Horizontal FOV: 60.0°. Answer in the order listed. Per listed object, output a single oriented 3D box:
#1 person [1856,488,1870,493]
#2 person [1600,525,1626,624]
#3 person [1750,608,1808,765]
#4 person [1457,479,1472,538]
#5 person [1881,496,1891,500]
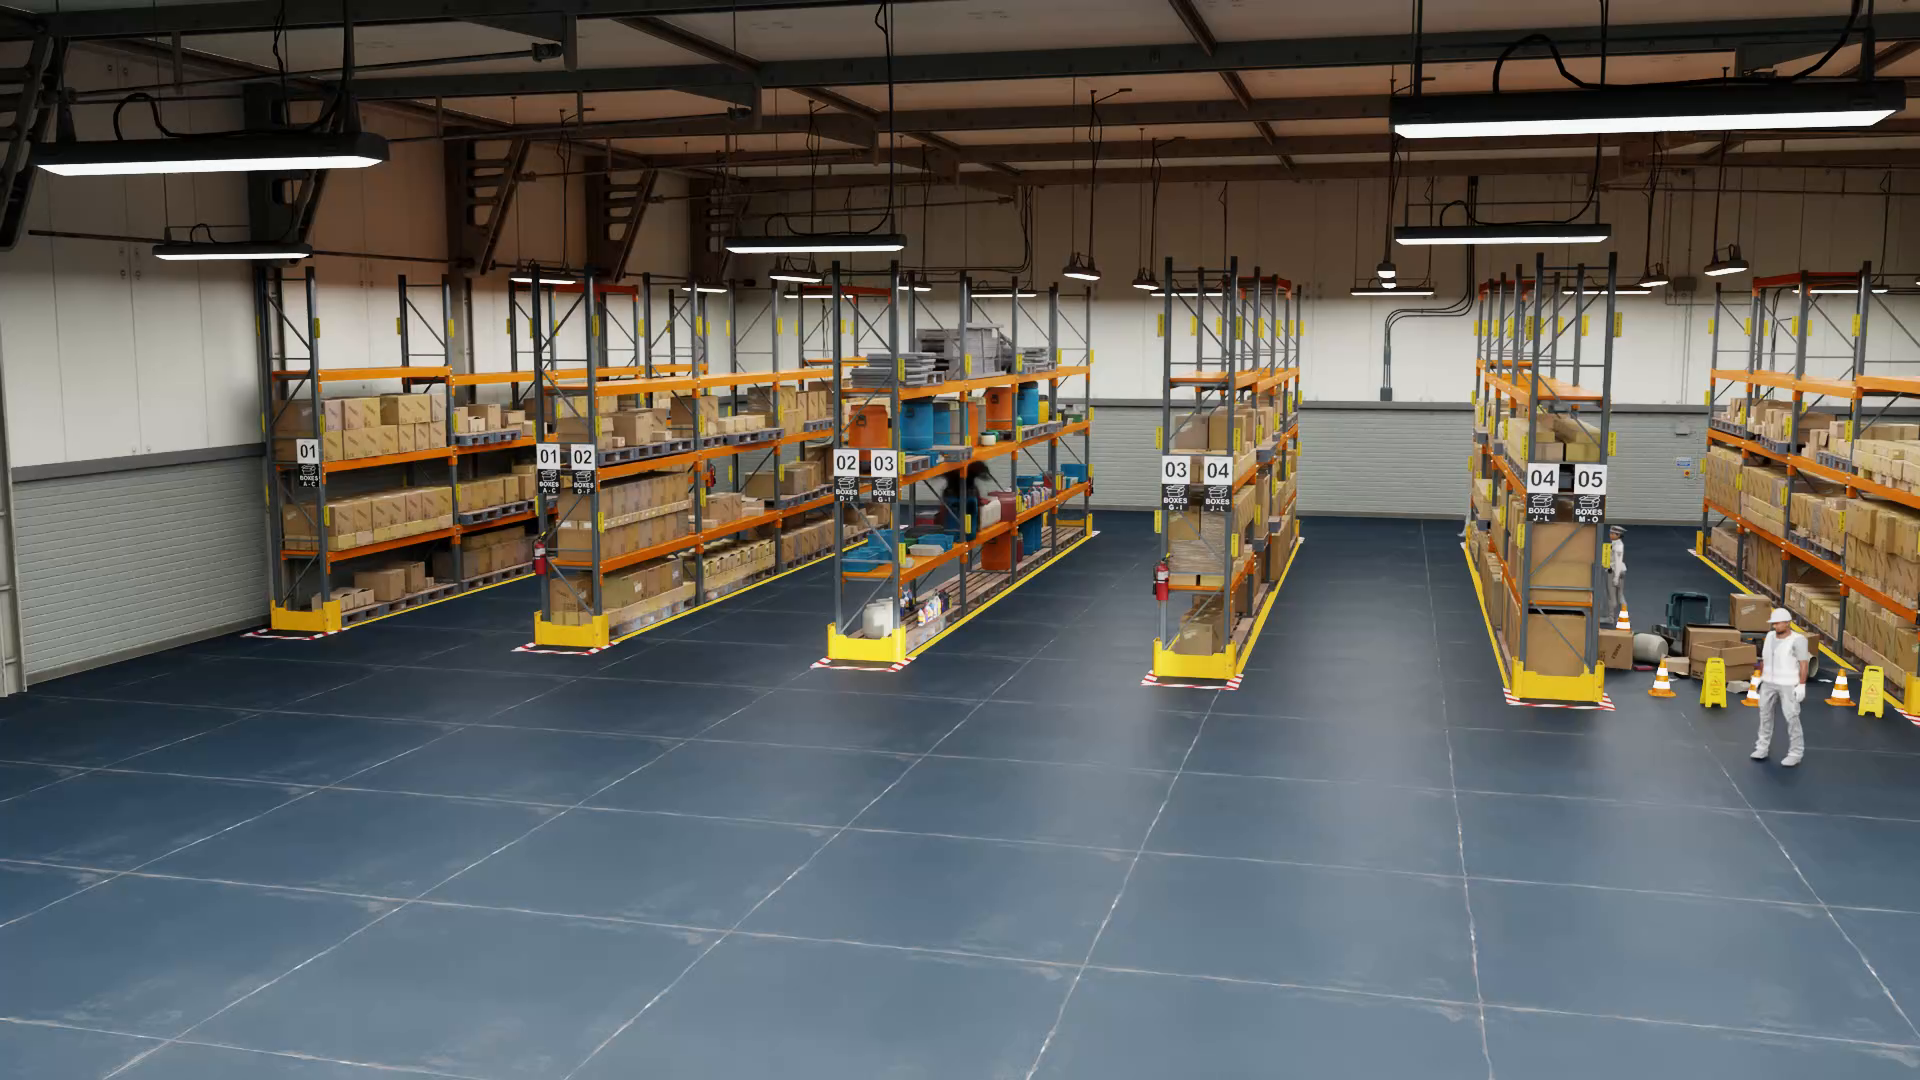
[{"bbox_3d":[20.649,-0.596,37.954,0.807,1.561,0.617,2,7,14],"label":"person"},{"bbox_3d":[11.185,0.587,28.373,0.434,1.677,0.471,7,10,43],"label":"person"},{"bbox_3d":[9.484,1.674,19.279,0.425,1.782,0.614,-4,8,-30],"label":"person"},{"bbox_3d":[12.369,-0.904,39.775,1.055,1.717,0.613,-6,9,-38],"label":"person"},{"bbox_3d":[19.202,-0.205,34.583,0.756,1.656,0.525,3,8,20],"label":"person"}]
